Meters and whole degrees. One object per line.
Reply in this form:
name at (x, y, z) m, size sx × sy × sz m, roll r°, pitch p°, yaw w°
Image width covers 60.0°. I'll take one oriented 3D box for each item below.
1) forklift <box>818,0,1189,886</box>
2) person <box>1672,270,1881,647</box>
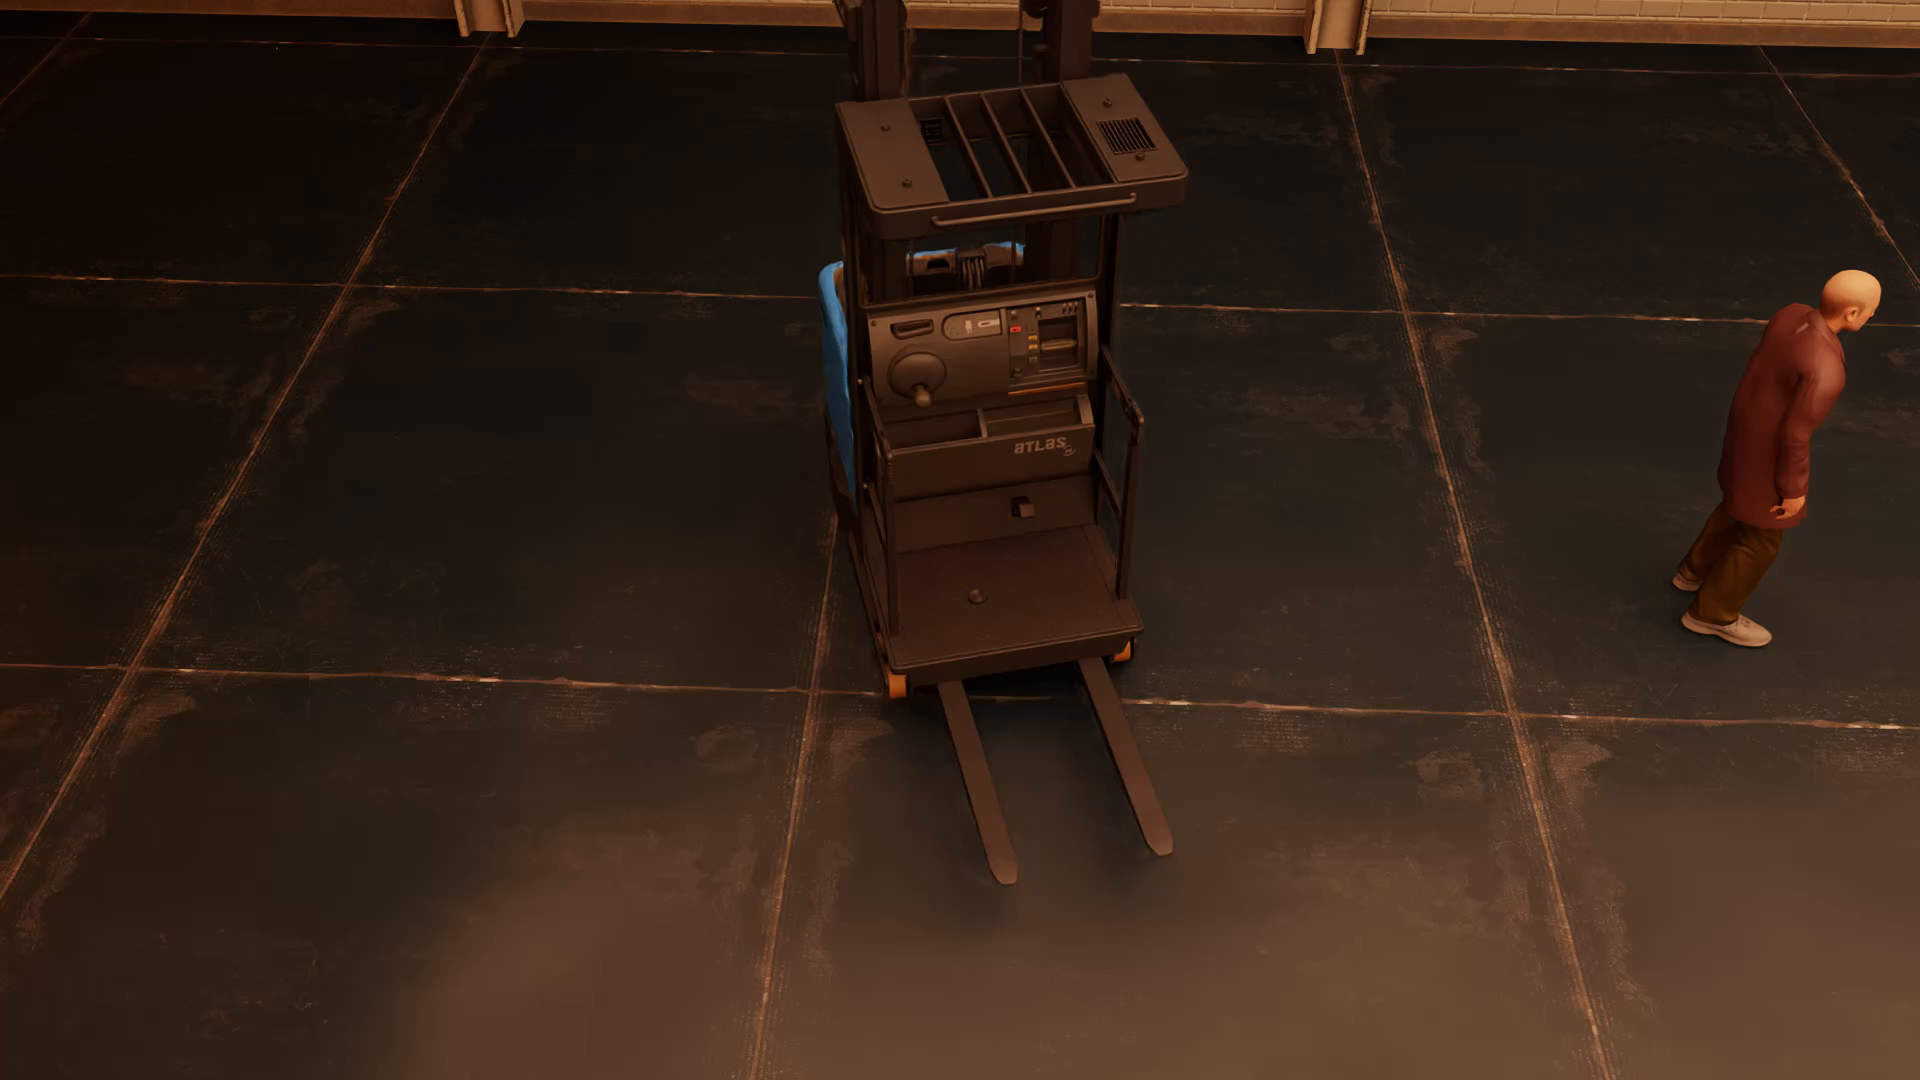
forklift at (0.146, -0.680, 6.487) m, size 1.130 × 2.935 × 3.031 m, roll -9°, pitch 43°, yaw -9°
person at (3.428, -0.365, 7.002) m, size 0.436 × 1.774 × 0.644 m, roll 5°, pitch 43°, yaw 5°
